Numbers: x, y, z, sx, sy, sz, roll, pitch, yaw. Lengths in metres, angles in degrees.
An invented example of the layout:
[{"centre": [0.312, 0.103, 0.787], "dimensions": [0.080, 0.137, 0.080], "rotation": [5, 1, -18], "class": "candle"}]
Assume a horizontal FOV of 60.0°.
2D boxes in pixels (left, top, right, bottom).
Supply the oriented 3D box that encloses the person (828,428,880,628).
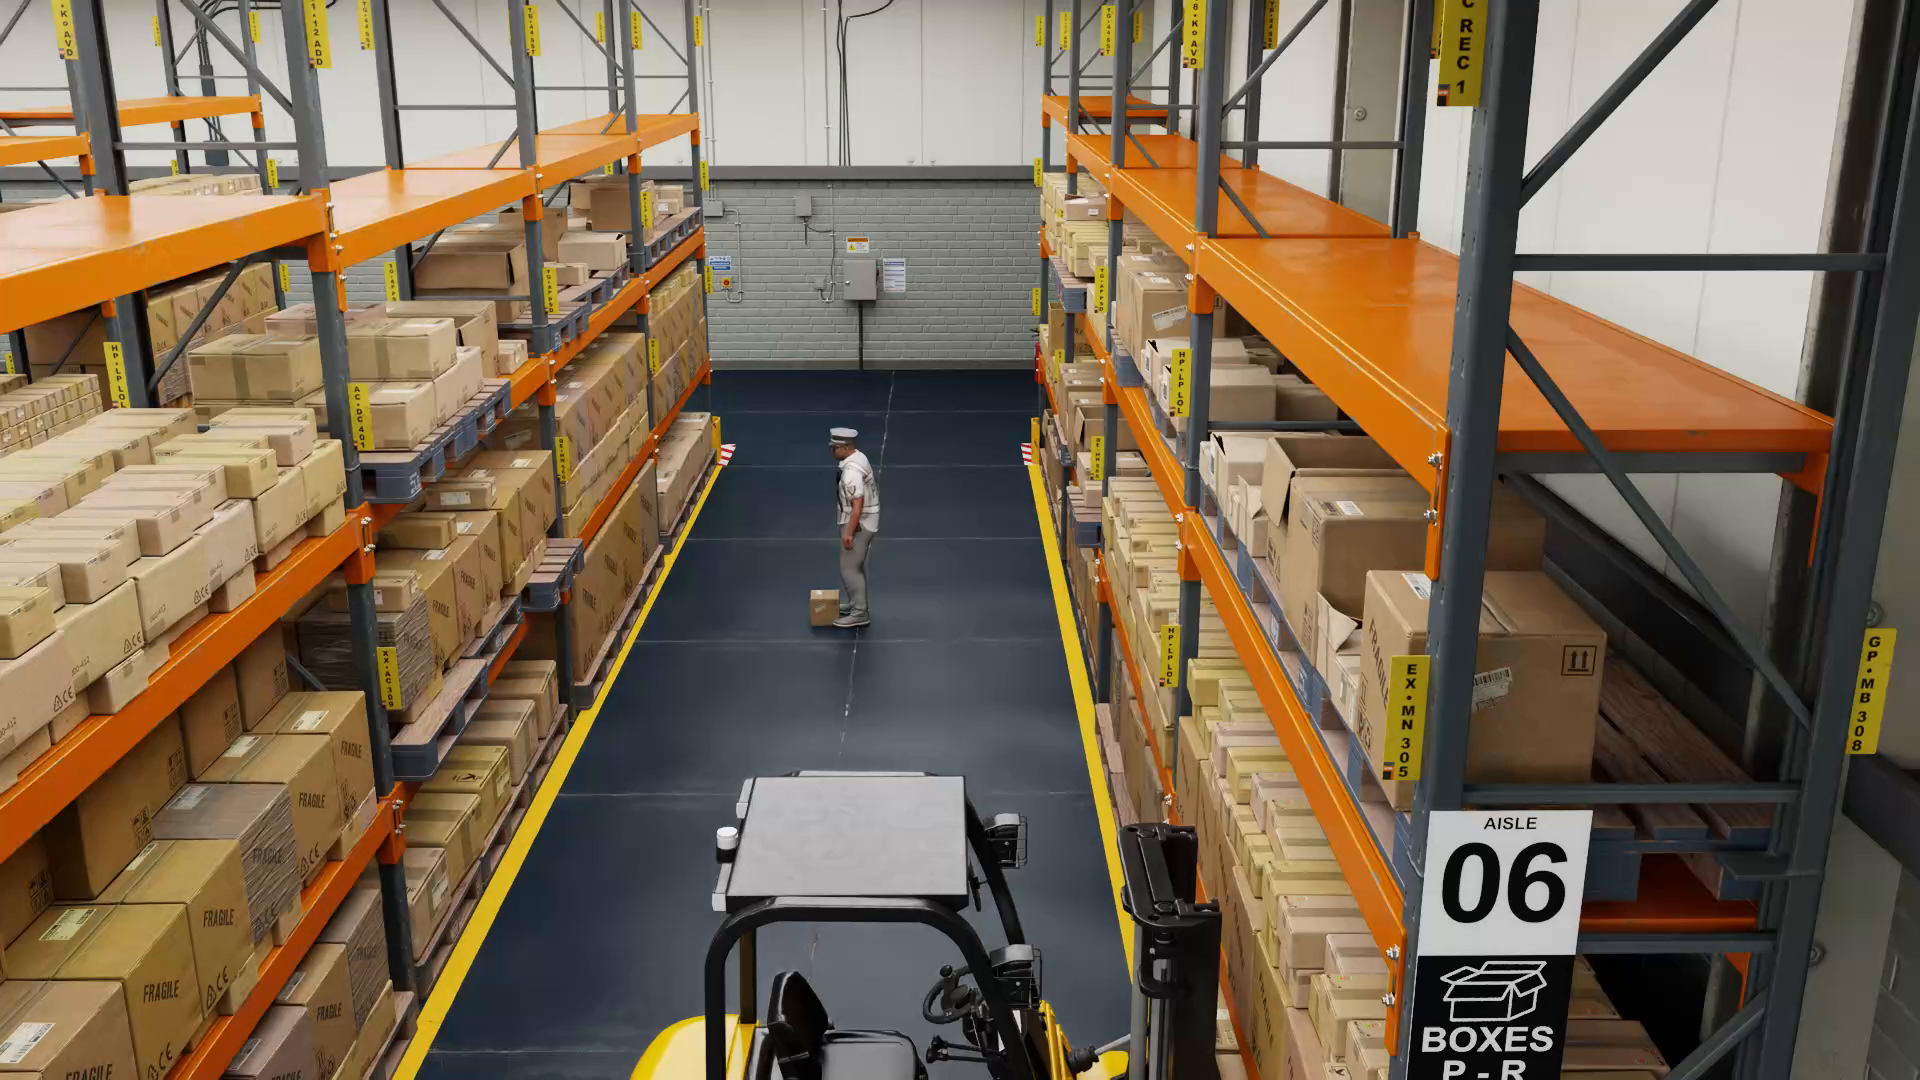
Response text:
[{"centre": [-0.917, -0.125, 14.521], "dimensions": [0.438, 1.747, 0.584], "rotation": [0, 17, -1], "class": "person"}]
